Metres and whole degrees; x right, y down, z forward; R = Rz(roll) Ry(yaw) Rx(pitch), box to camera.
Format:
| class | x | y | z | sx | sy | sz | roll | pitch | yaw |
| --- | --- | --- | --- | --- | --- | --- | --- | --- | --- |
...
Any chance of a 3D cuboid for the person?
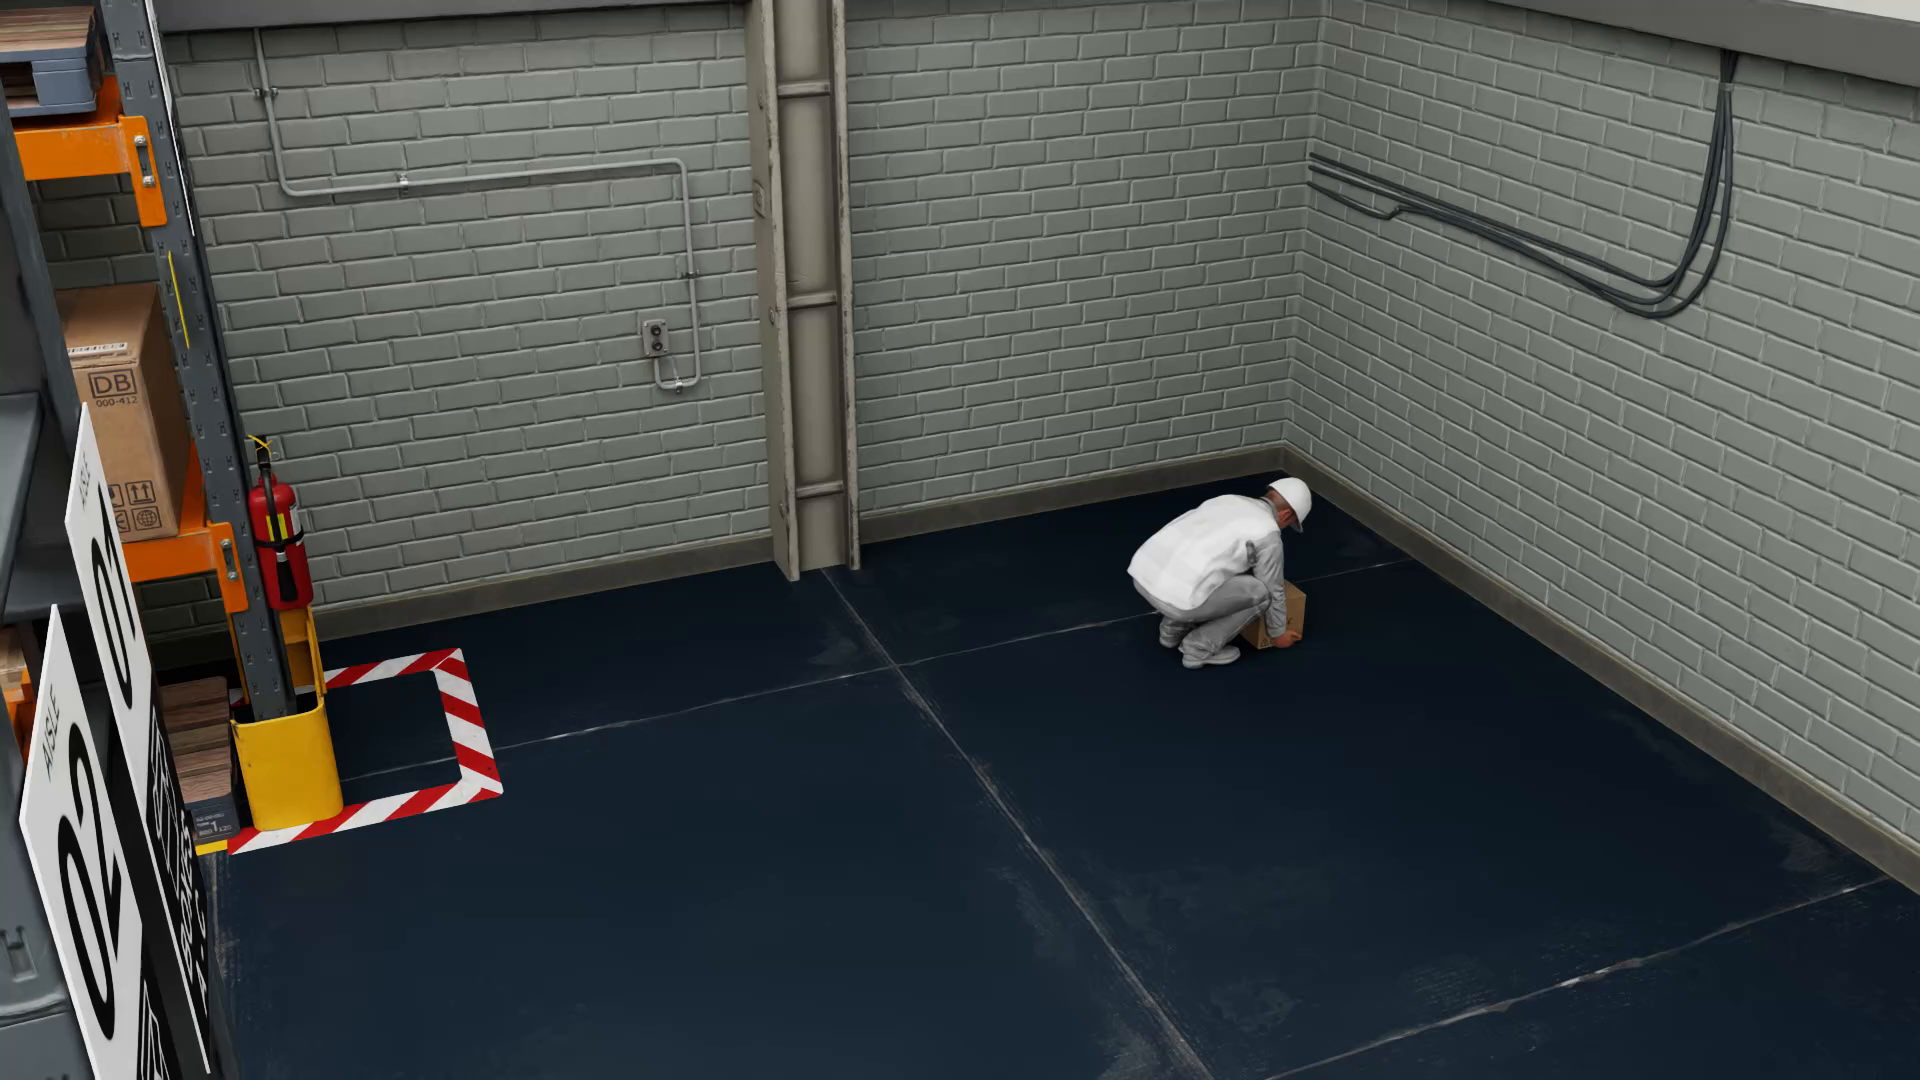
| class | x | y | z | sx | sy | sz | roll | pitch | yaw |
| --- | --- | --- | --- | --- | --- | --- | --- | --- | --- |
| person | 1.259 | 0.188 | 7.922 | 0.952 | 0.876 | 0.513 | -11 | 28 | -21 |
